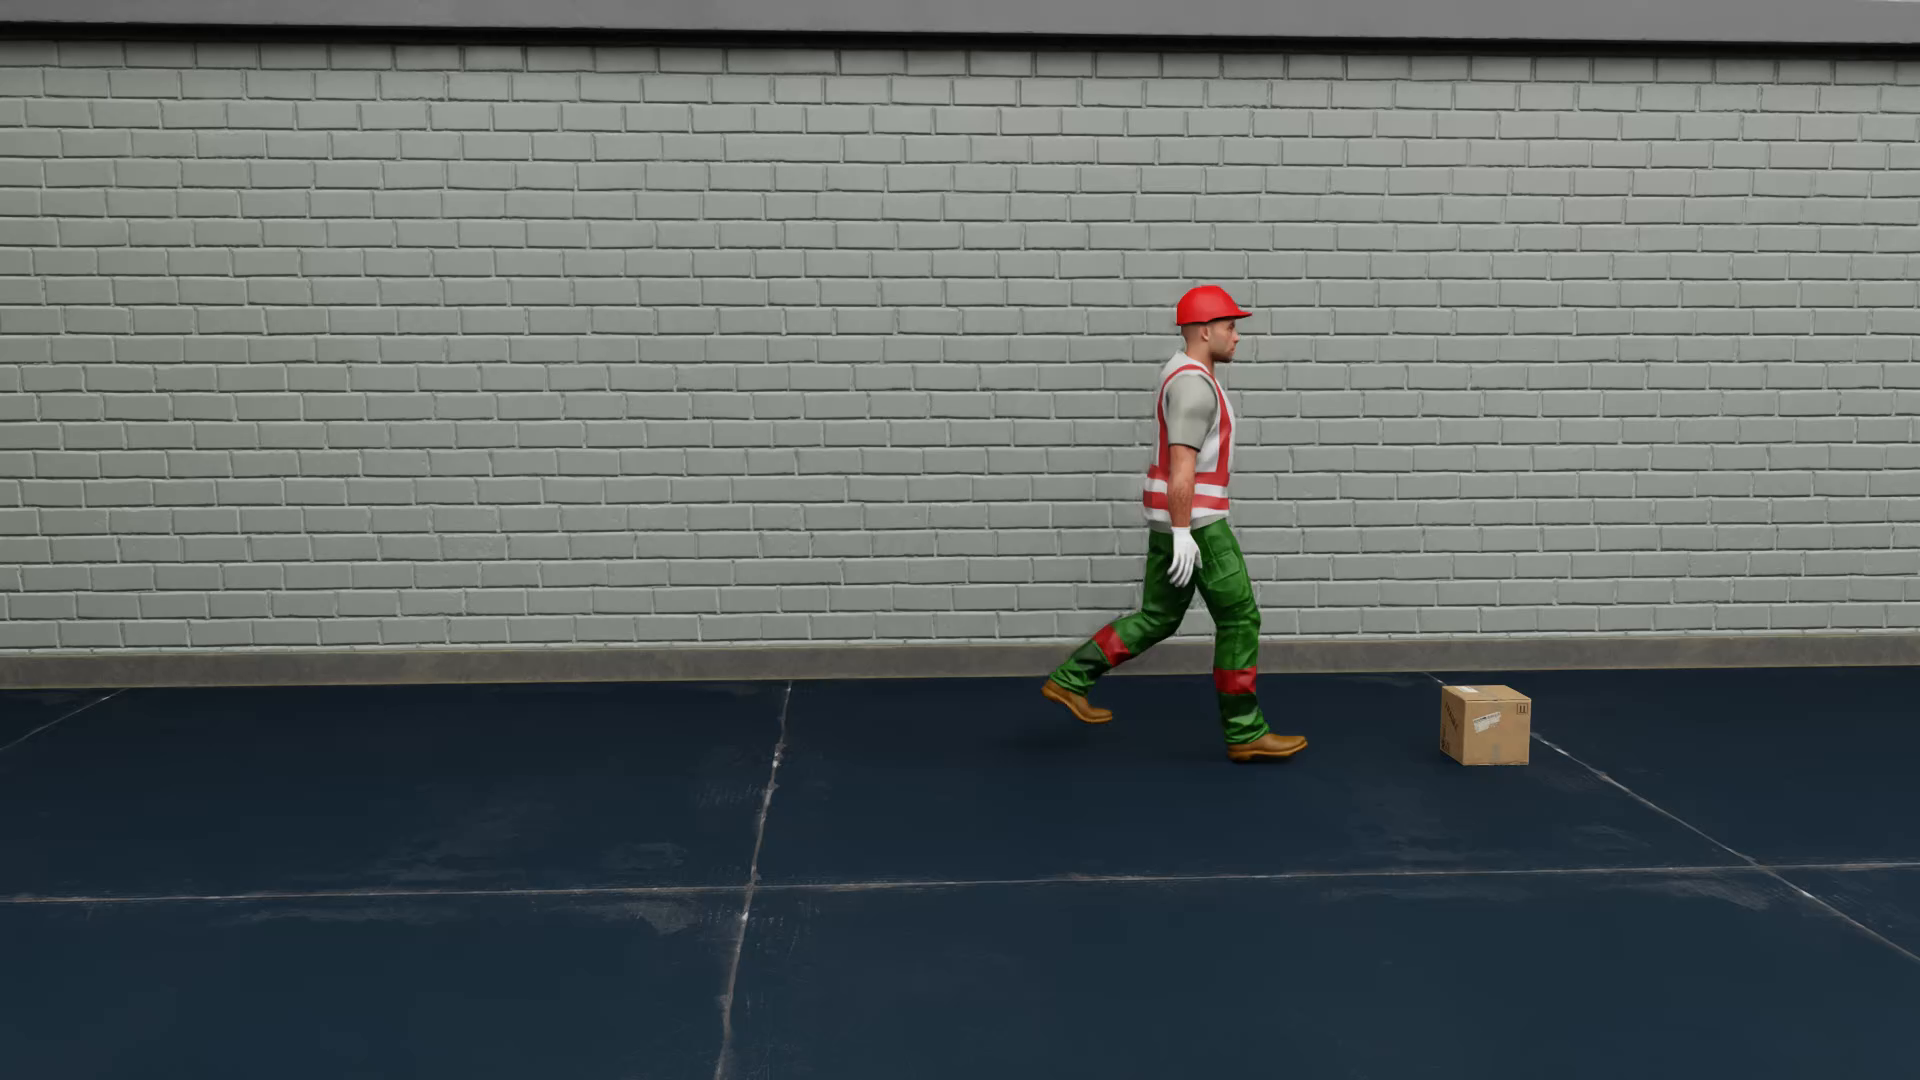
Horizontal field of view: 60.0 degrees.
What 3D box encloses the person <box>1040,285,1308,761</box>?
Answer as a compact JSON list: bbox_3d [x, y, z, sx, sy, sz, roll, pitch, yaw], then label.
[{"bbox_3d":[0.806,-0.061,6.194,0.986,1.756,0.565,0,7,-2],"label":"person"}]
